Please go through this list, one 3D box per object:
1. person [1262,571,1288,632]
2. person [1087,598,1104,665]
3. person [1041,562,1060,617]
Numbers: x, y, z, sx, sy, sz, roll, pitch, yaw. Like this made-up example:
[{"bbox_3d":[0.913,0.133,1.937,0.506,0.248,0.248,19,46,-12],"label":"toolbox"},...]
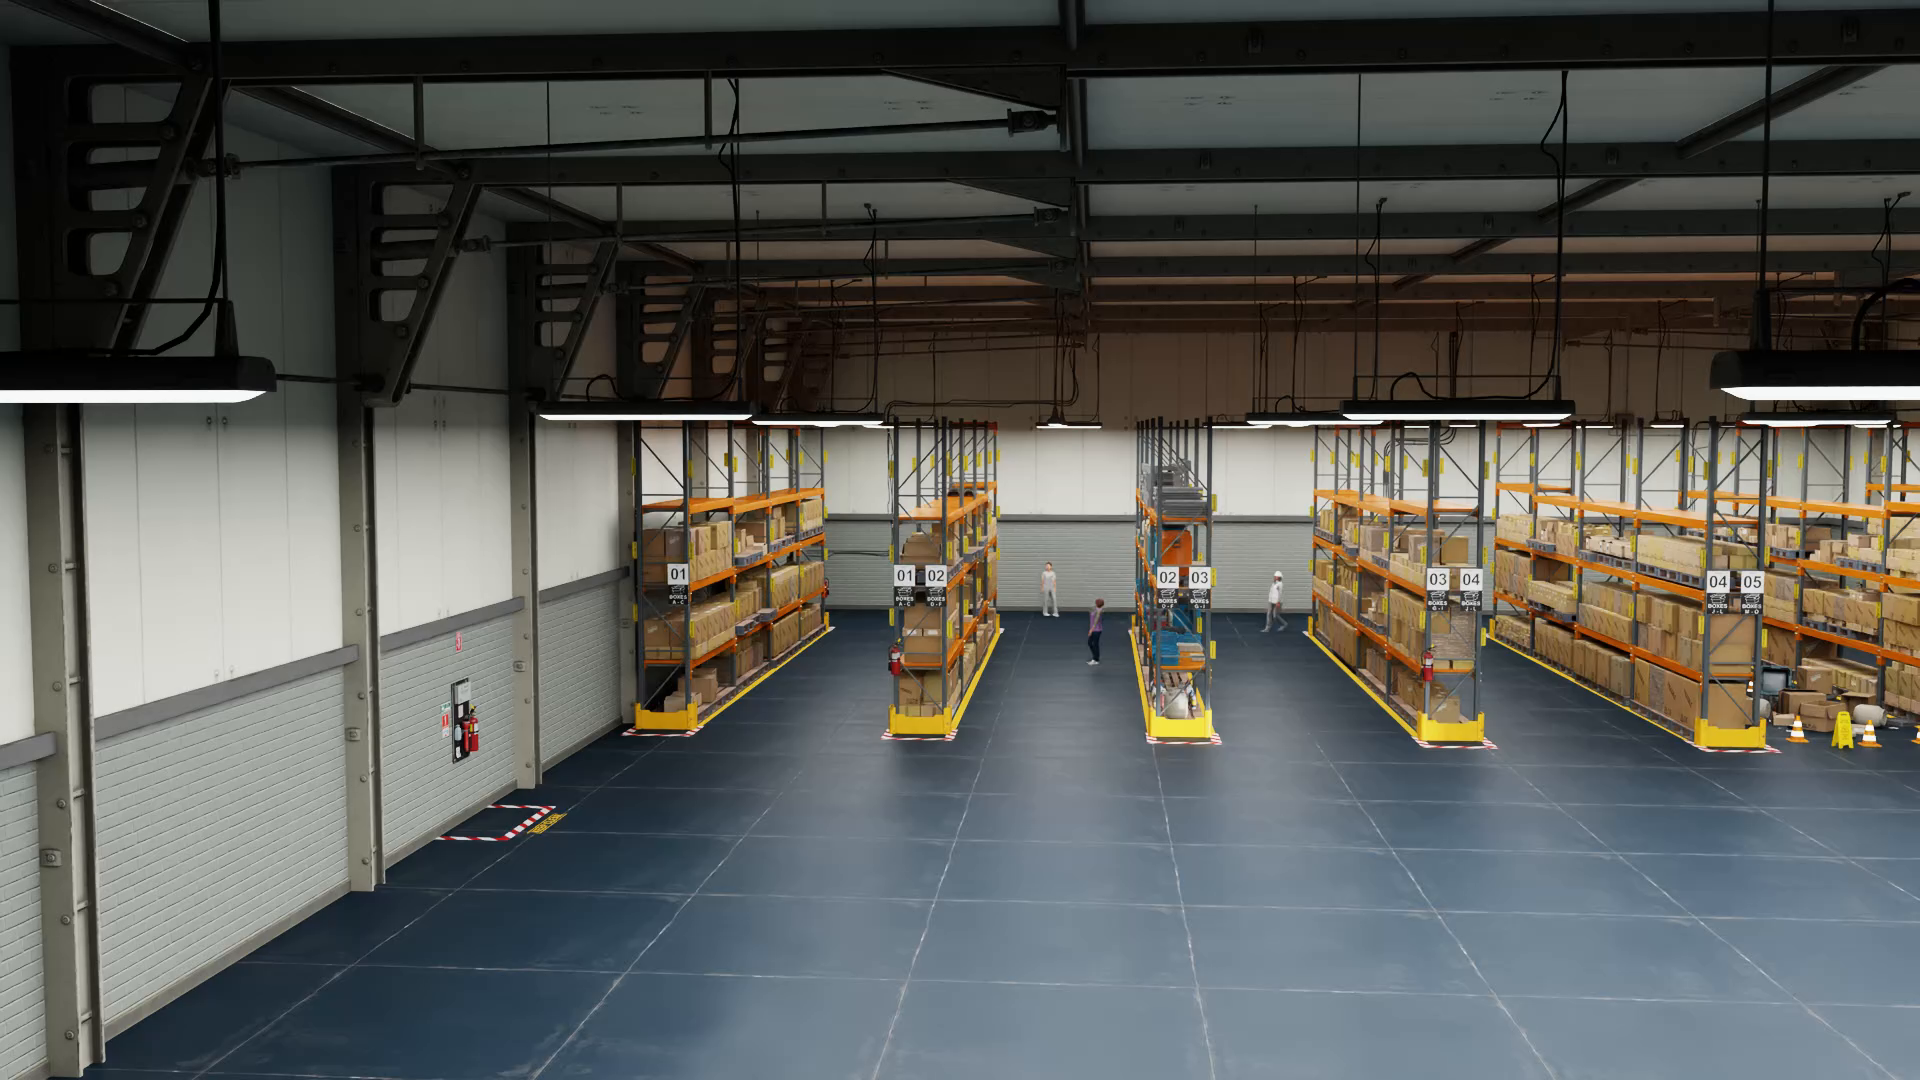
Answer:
[{"bbox_3d":[8.995,1.767,47.275,0.759,1.753,0.611,-1,4,-19],"label":"person"},{"bbox_3d":[3.224,2.199,39.754,0.415,1.625,0.435,-1,4,-13],"label":"person"},{"bbox_3d":[2.780,1.534,51.526,0.483,1.667,0.564,-1,4,-19],"label":"person"}]
